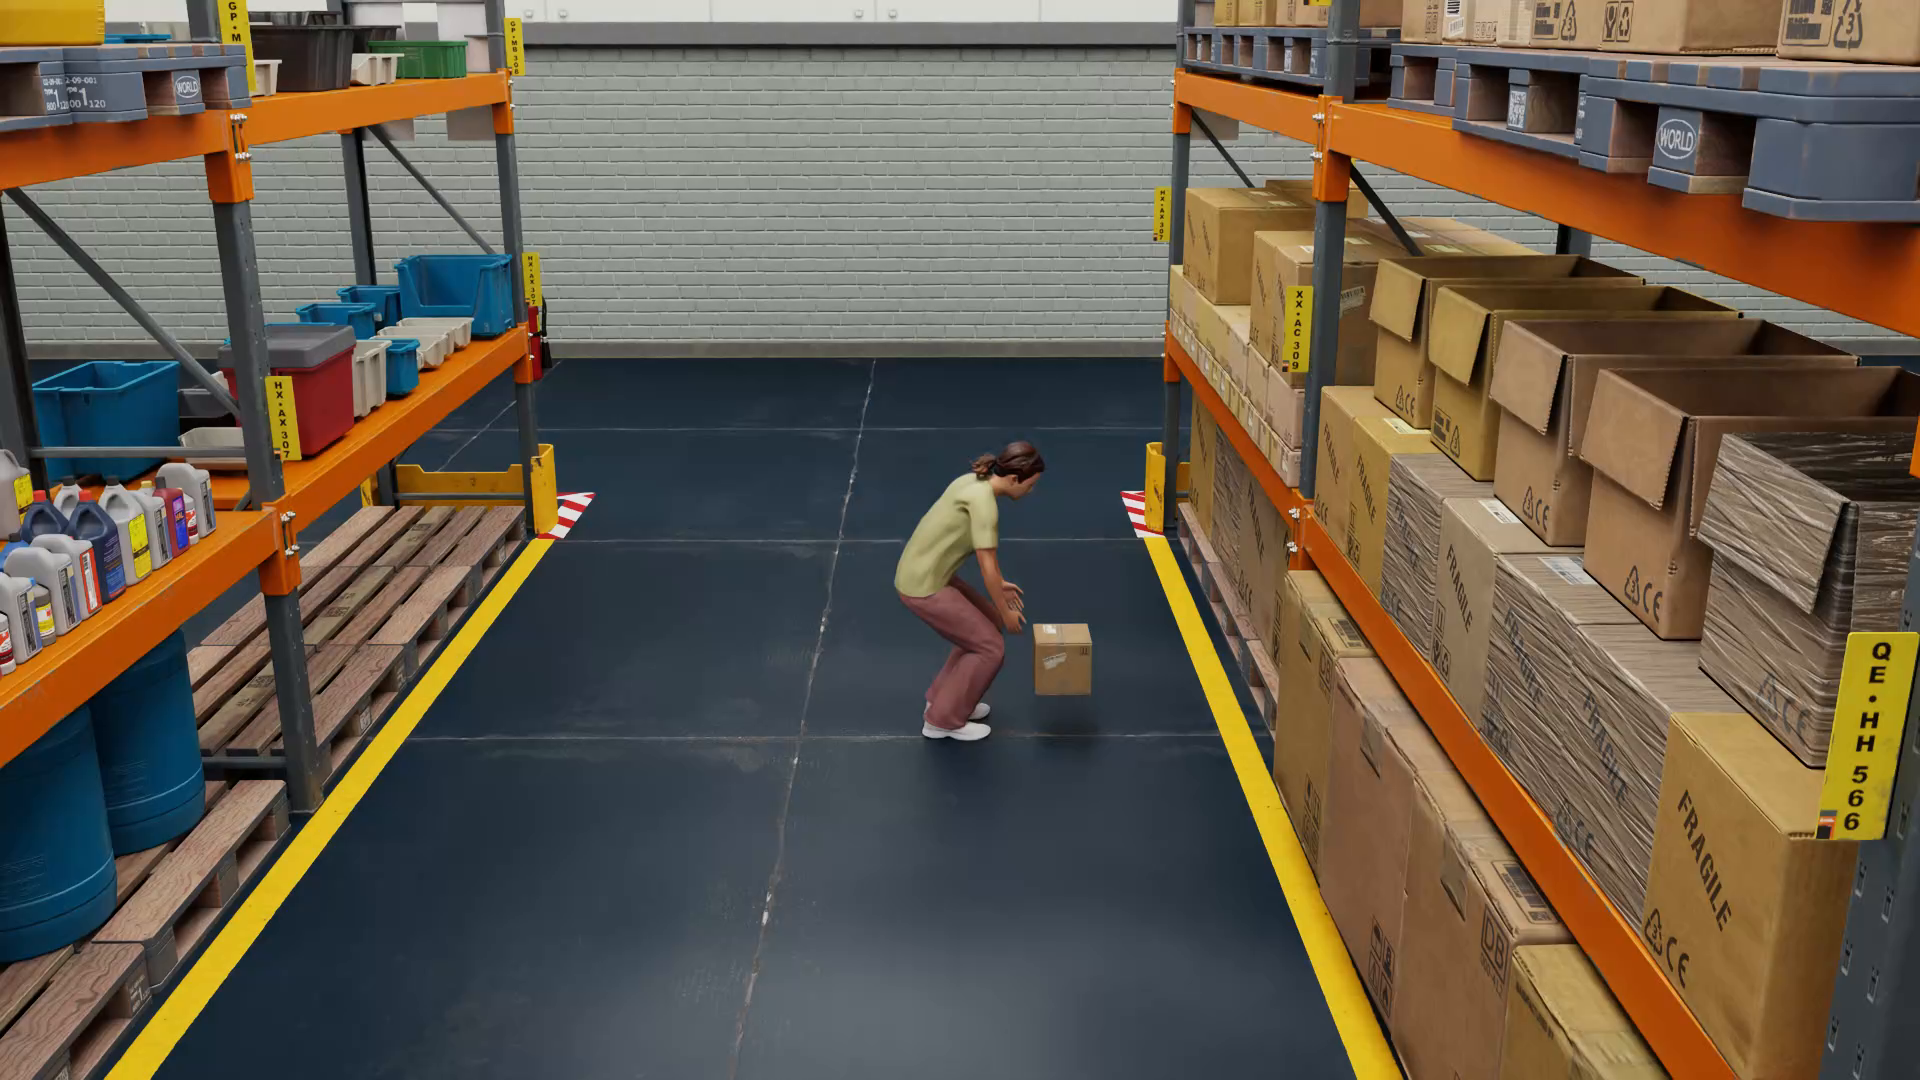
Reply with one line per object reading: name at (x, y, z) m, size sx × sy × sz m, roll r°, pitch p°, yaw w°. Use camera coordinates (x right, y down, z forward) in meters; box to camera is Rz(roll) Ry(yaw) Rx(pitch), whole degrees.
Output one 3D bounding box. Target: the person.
person at (0.040, 0.209, 7.458) m, size 0.666 × 1.335 × 0.511 m, roll 0°, pitch 17°, yaw -1°
